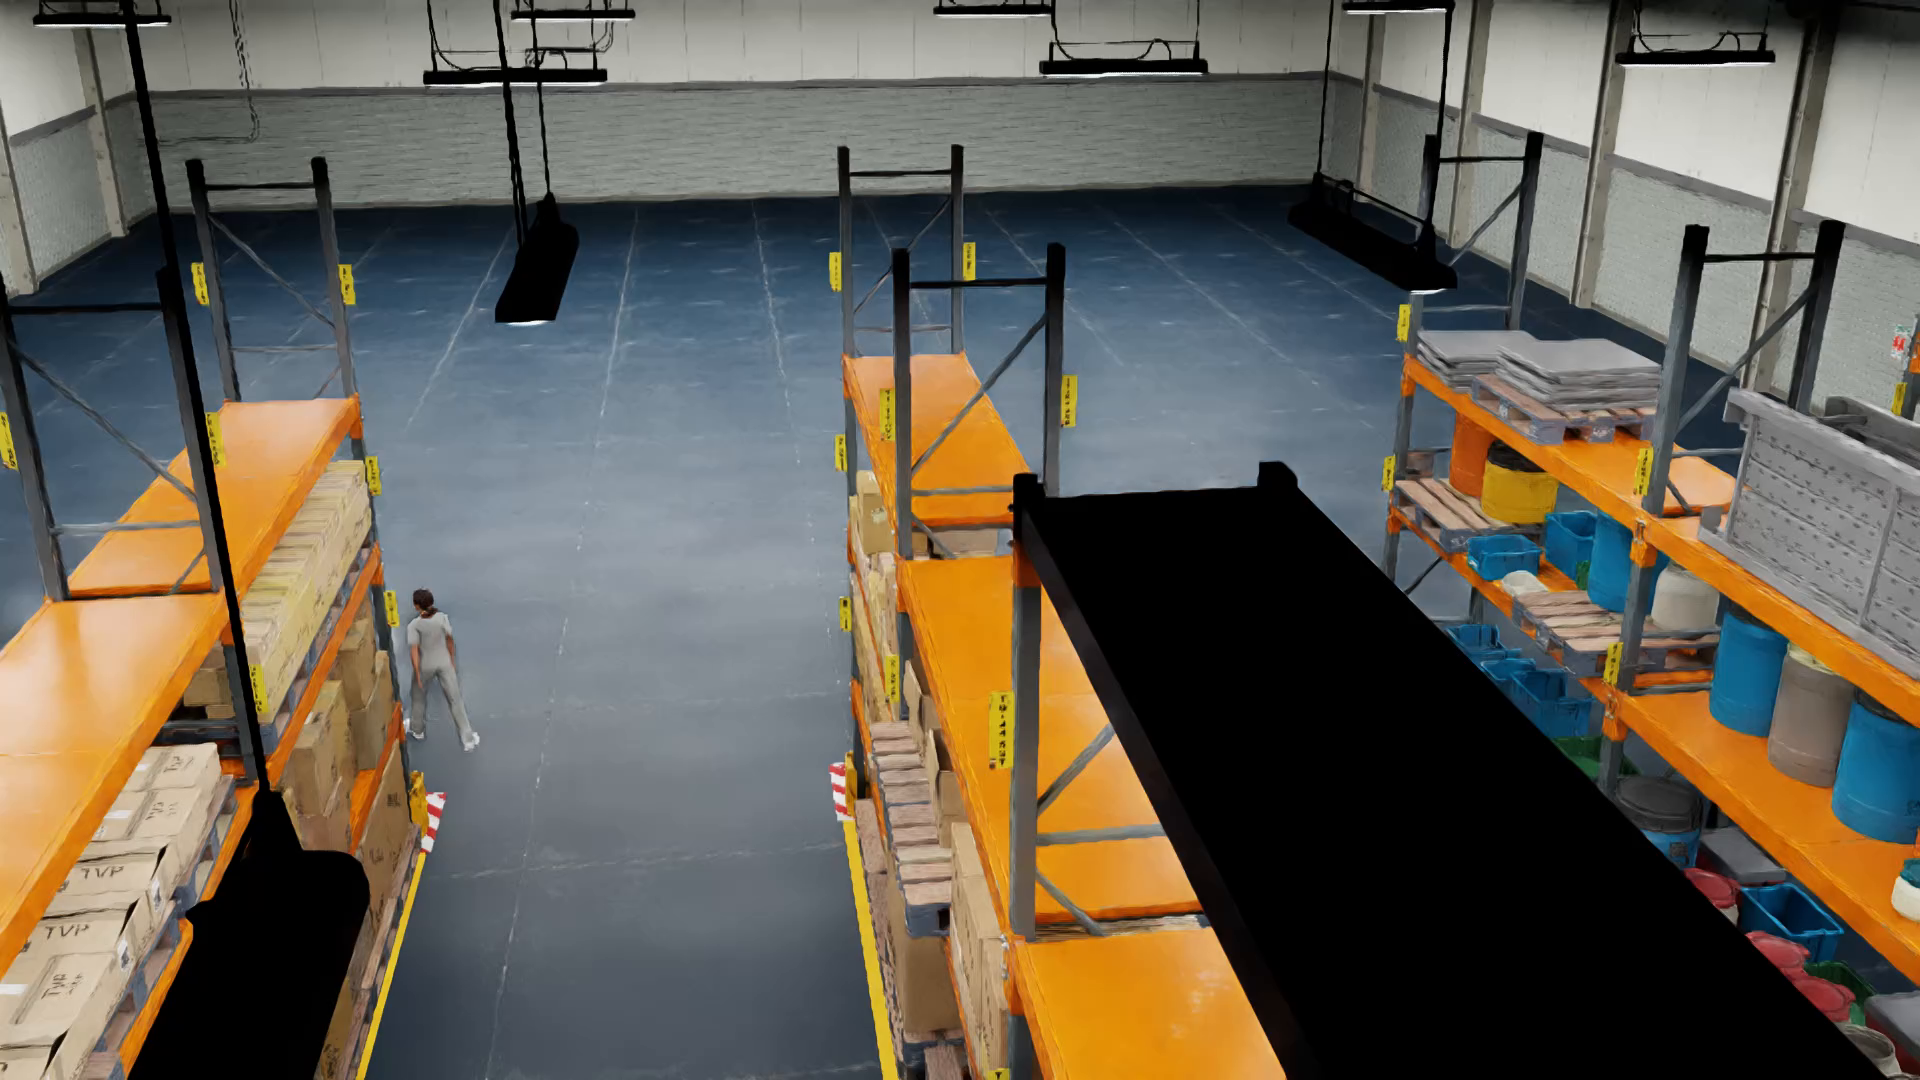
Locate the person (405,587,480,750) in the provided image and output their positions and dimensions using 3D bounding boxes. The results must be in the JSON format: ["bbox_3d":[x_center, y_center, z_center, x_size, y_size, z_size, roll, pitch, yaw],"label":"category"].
[{"bbox_3d":[-5.136,1.237,16.289,0.532,1.635,0.931,-14,26,-32],"label":"person"}]
